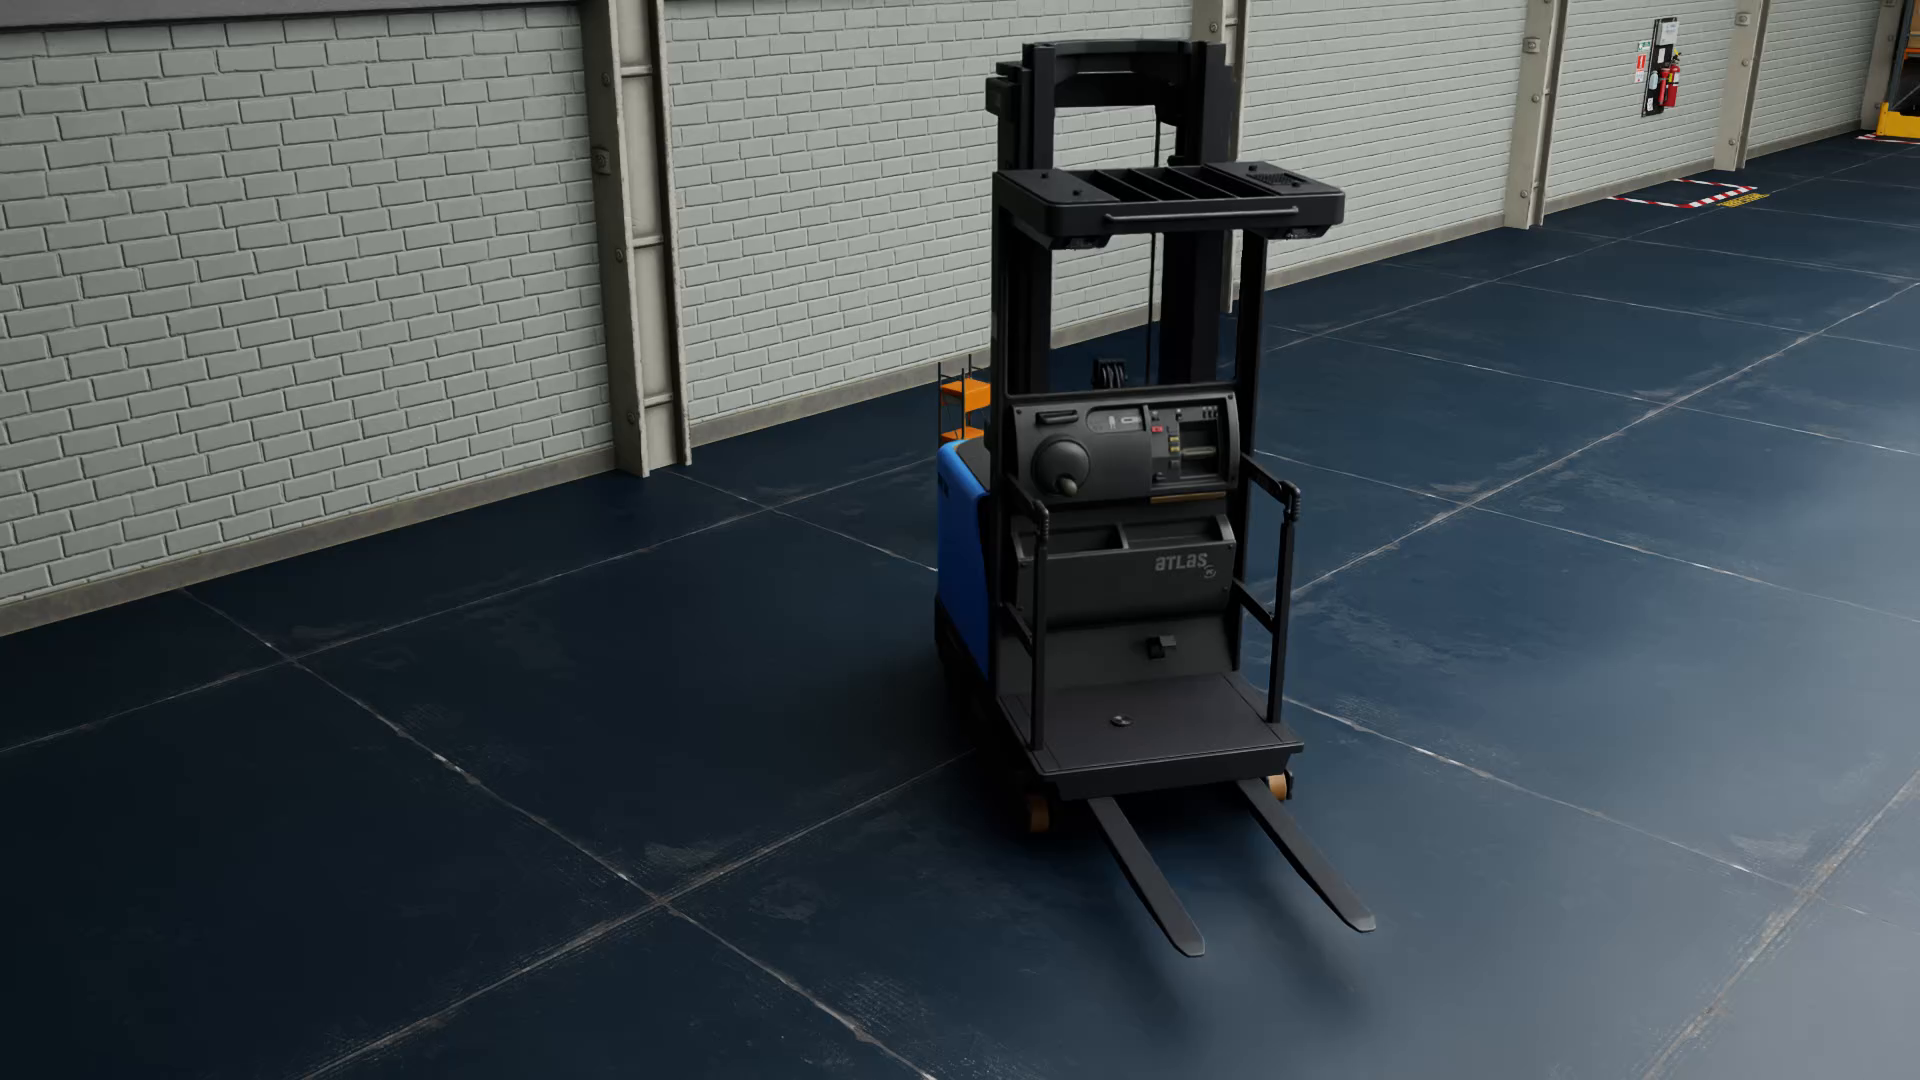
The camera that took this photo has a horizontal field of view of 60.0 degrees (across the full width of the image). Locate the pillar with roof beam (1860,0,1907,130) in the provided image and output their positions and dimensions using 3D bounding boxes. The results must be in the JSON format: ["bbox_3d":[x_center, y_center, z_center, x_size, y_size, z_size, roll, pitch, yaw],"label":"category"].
[{"bbox_3d":[17.830,-9.779,22.474,9.100,9.000,0.400,19,28,41],"label":"pillar with roof beam"}]

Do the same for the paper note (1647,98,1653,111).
[{"bbox_3d":[8.636,-5.449,20.798,0.016,0.148,0.142,19,28,41],"label":"paper note"}]

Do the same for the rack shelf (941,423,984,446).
[{"bbox_3d":[0.037,-0.494,9.426,0.215,0.259,0.240,19,28,41],"label":"rack shelf"}]

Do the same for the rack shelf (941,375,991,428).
[{"bbox_3d":[0.037,-0.759,9.324,0.215,0.259,0.240,19,28,41],"label":"rack shelf"}]

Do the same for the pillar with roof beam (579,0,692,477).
[{"bbox_3d":[1.088,-3.610,6.424,9.100,9.000,0.400,19,28,41],"label":"pillar with roof beam"}]

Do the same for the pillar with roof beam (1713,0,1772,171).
[{"bbox_3d":[13.645,-8.237,18.462,9.100,9.000,0.400,19,28,41],"label":"pillar with roof beam"}]

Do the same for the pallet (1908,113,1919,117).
[{"bbox_3d":[15.522,-6.578,26.394,1.003,0.211,1.213,19,28,41],"label":"pallet"}]

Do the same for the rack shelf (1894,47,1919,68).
[{"bbox_3d":[16.272,-7.838,26.789,1.077,0.370,4.000,19,28,41],"label":"rack shelf"}]

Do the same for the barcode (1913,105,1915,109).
[{"bbox_3d":[15.150,-6.875,26.401,0.001,0.075,0.075,19,28,41],"label":"barcode"}]

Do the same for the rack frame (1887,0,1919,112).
[{"bbox_3d":[14.877,-7.660,25.323,1.000,3.000,0.127,19,28,41],"label":"rack frame"}]

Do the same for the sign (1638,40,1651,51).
[{"bbox_3d":[8.359,-6.035,20.307,0.001,0.109,0.331,19,28,41],"label":"sign"}]

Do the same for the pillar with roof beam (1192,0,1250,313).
[{"bbox_3d":[5.273,-5.152,10.436,9.100,9.000,0.400,19,28,41],"label":"pillar with roof beam"}]

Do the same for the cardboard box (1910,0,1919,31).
[{"bbox_3d":[15.054,-8.124,25.665,0.500,0.500,0.500,19,28,40],"label":"cardboard box"}]

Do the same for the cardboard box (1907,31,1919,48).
[{"bbox_3d":[15.064,-7.768,25.785,0.500,0.250,0.500,-20,28,-41],"label":"cardboard box"}]

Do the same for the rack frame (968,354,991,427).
[{"bbox_3d":[0.122,-0.535,9.504,0.200,1.050,0.008,19,28,41],"label":"rack frame"}]

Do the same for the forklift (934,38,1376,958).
[{"bbox_3d":[0.717,-0.358,6.421,1.130,2.935,3.031,-5,22,-13],"label":"forklift"}]

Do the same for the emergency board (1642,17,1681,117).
[{"bbox_3d":[8.809,-5.888,20.713,0.194,1.169,0.643,19,28,41],"label":"emergency board"}]

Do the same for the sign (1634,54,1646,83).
[{"bbox_3d":[8.349,-5.789,20.404,0.001,0.329,0.234,19,28,41],"label":"sign"}]

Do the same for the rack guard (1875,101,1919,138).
[{"bbox_3d":[14.930,-6.513,25.822,1.175,0.500,0.348,19,28,41],"label":"rack guard"}]

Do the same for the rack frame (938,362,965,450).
[{"bbox_3d":[-0.048,-0.472,9.340,0.200,1.050,0.008,19,28,41],"label":"rack frame"}]

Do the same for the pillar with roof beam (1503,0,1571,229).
[{"bbox_3d":[9.459,-6.695,14.449,9.100,9.000,0.400,19,28,41],"label":"pillar with roof beam"}]

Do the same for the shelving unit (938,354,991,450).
[{"bbox_3d":[0.037,-0.504,9.422,0.215,1.050,0.252,19,28,41],"label":"shelving unit"}]
